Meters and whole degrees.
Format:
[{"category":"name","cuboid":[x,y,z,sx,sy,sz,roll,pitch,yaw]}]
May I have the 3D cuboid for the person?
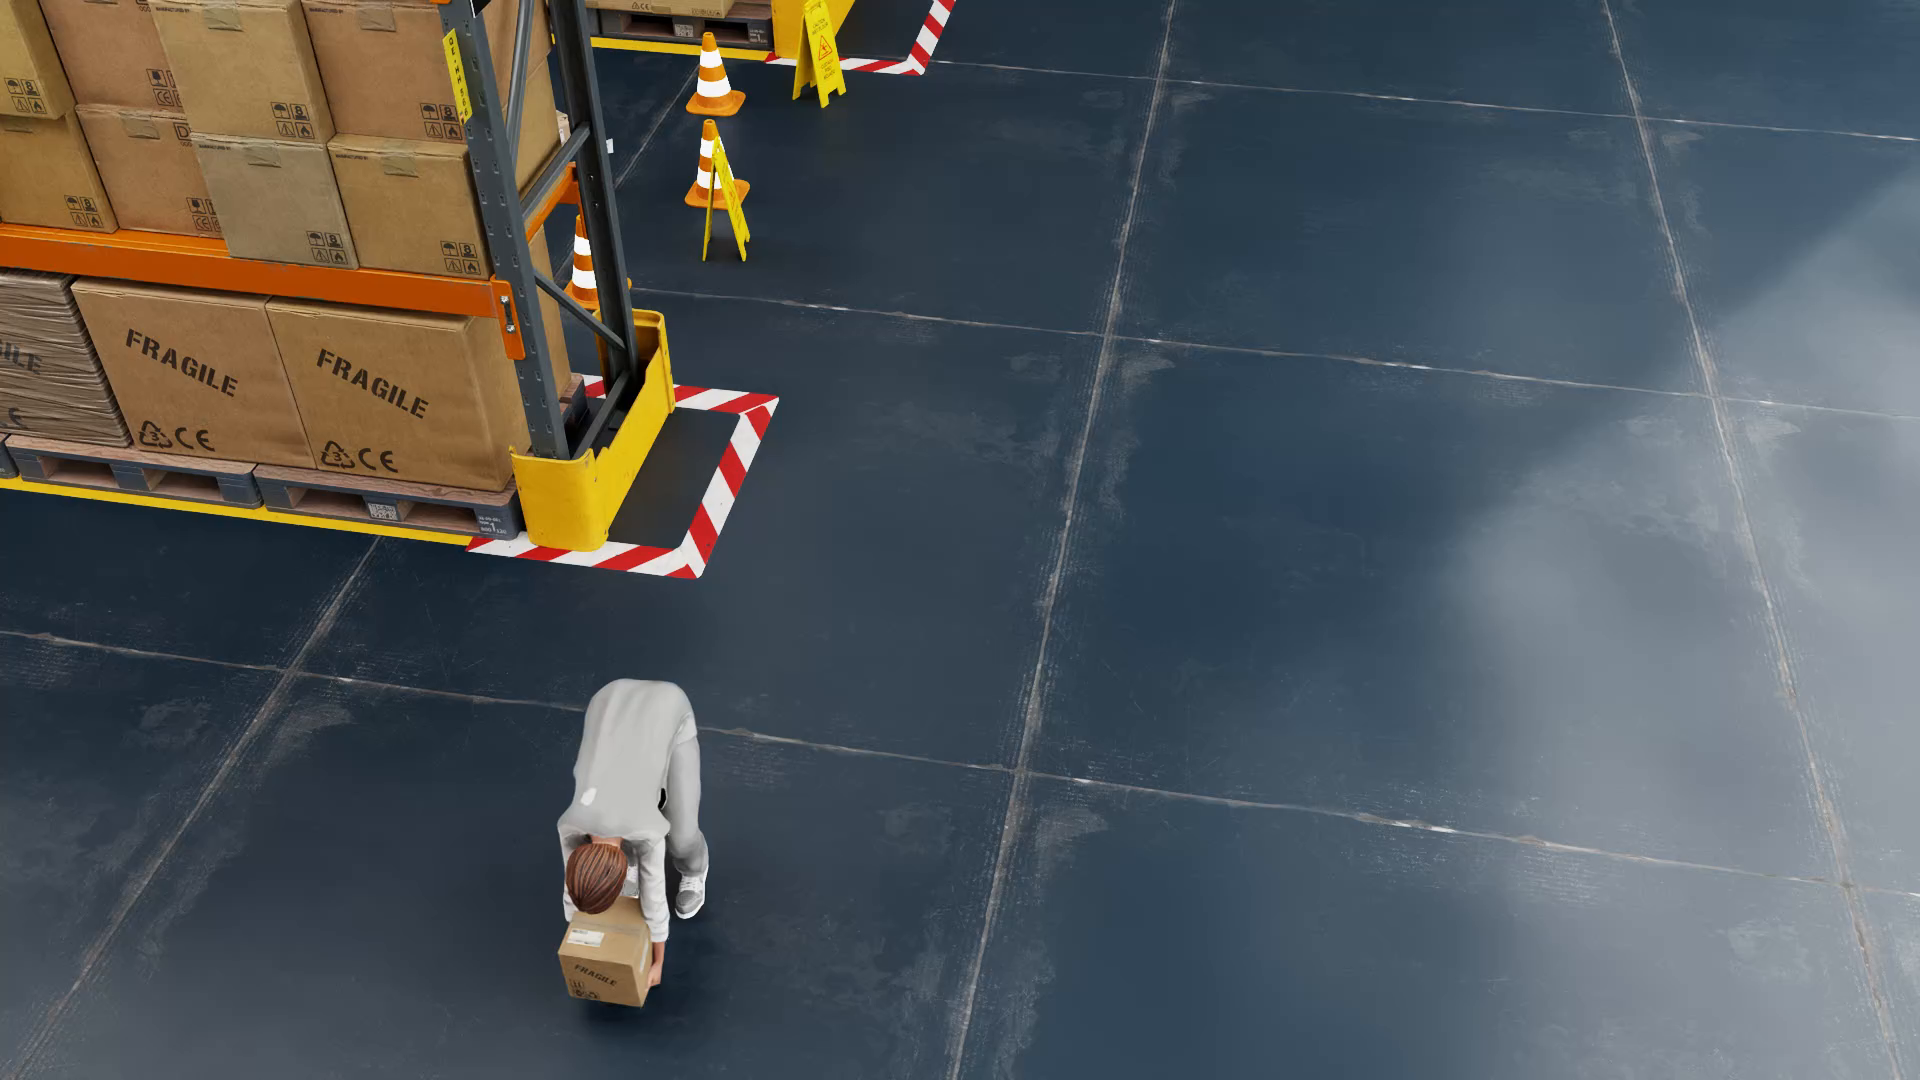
[{"category":"person","cuboid":[-1.087,0.997,5.535,0.416,0.923,0.861,5,41,5]}]
